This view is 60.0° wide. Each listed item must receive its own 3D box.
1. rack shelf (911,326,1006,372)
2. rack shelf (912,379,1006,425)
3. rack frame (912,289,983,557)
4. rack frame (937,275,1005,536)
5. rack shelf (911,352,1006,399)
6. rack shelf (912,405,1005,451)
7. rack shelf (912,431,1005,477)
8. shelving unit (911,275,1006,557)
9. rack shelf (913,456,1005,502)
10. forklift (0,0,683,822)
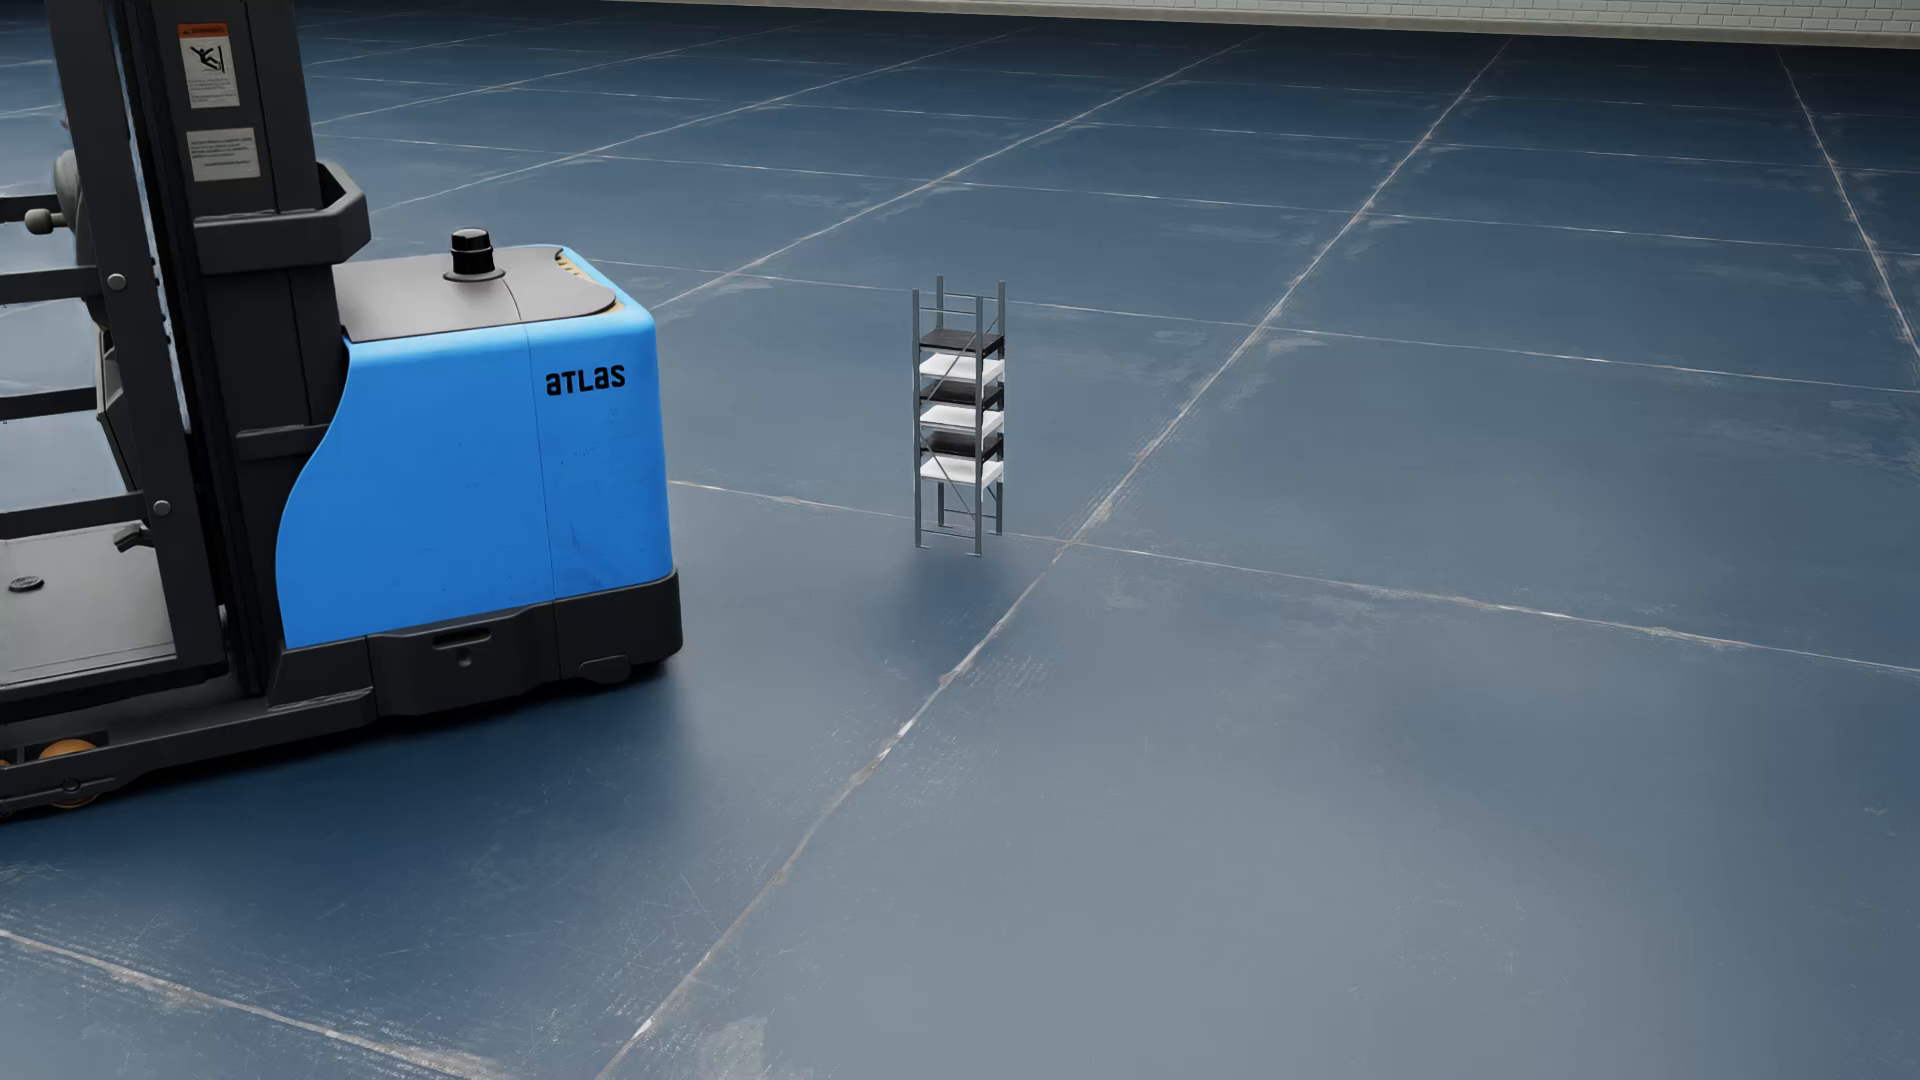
[{"bbox_3d":[-0.003,-0.631,5.478,0.258,0.077,0.200,9,24,20],"label":"rack shelf"},{"bbox_3d":[-0.003,-0.465,5.548,0.258,0.077,0.200,9,24,20],"label":"rack shelf"},{"bbox_3d":[-0.041,-0.376,5.483,0.240,0.900,0.006,9,24,20],"label":"rack frame"},{"bbox_3d":[0.035,-0.449,5.657,0.240,0.900,0.006,9,24,20],"label":"rack frame"},{"bbox_3d":[-0.003,-0.548,5.513,0.258,0.077,0.200,9,24,20],"label":"rack shelf"},{"bbox_3d":[-0.003,-0.382,5.582,0.258,0.077,0.200,9,24,20],"label":"rack shelf"},{"bbox_3d":[-0.003,-0.299,5.617,0.258,0.077,0.200,9,24,20],"label":"rack shelf"},{"bbox_3d":[-0.003,-0.412,5.570,0.258,0.900,0.210,9,24,20],"label":"shelving unit"},{"bbox_3d":[-0.003,-0.215,5.652,0.258,0.077,0.200,9,24,20],"label":"rack shelf"},{"bbox_3d":[-2.360,-0.883,4.061,3.031,2.935,1.130,-11,25,-24],"label":"forklift"}]
